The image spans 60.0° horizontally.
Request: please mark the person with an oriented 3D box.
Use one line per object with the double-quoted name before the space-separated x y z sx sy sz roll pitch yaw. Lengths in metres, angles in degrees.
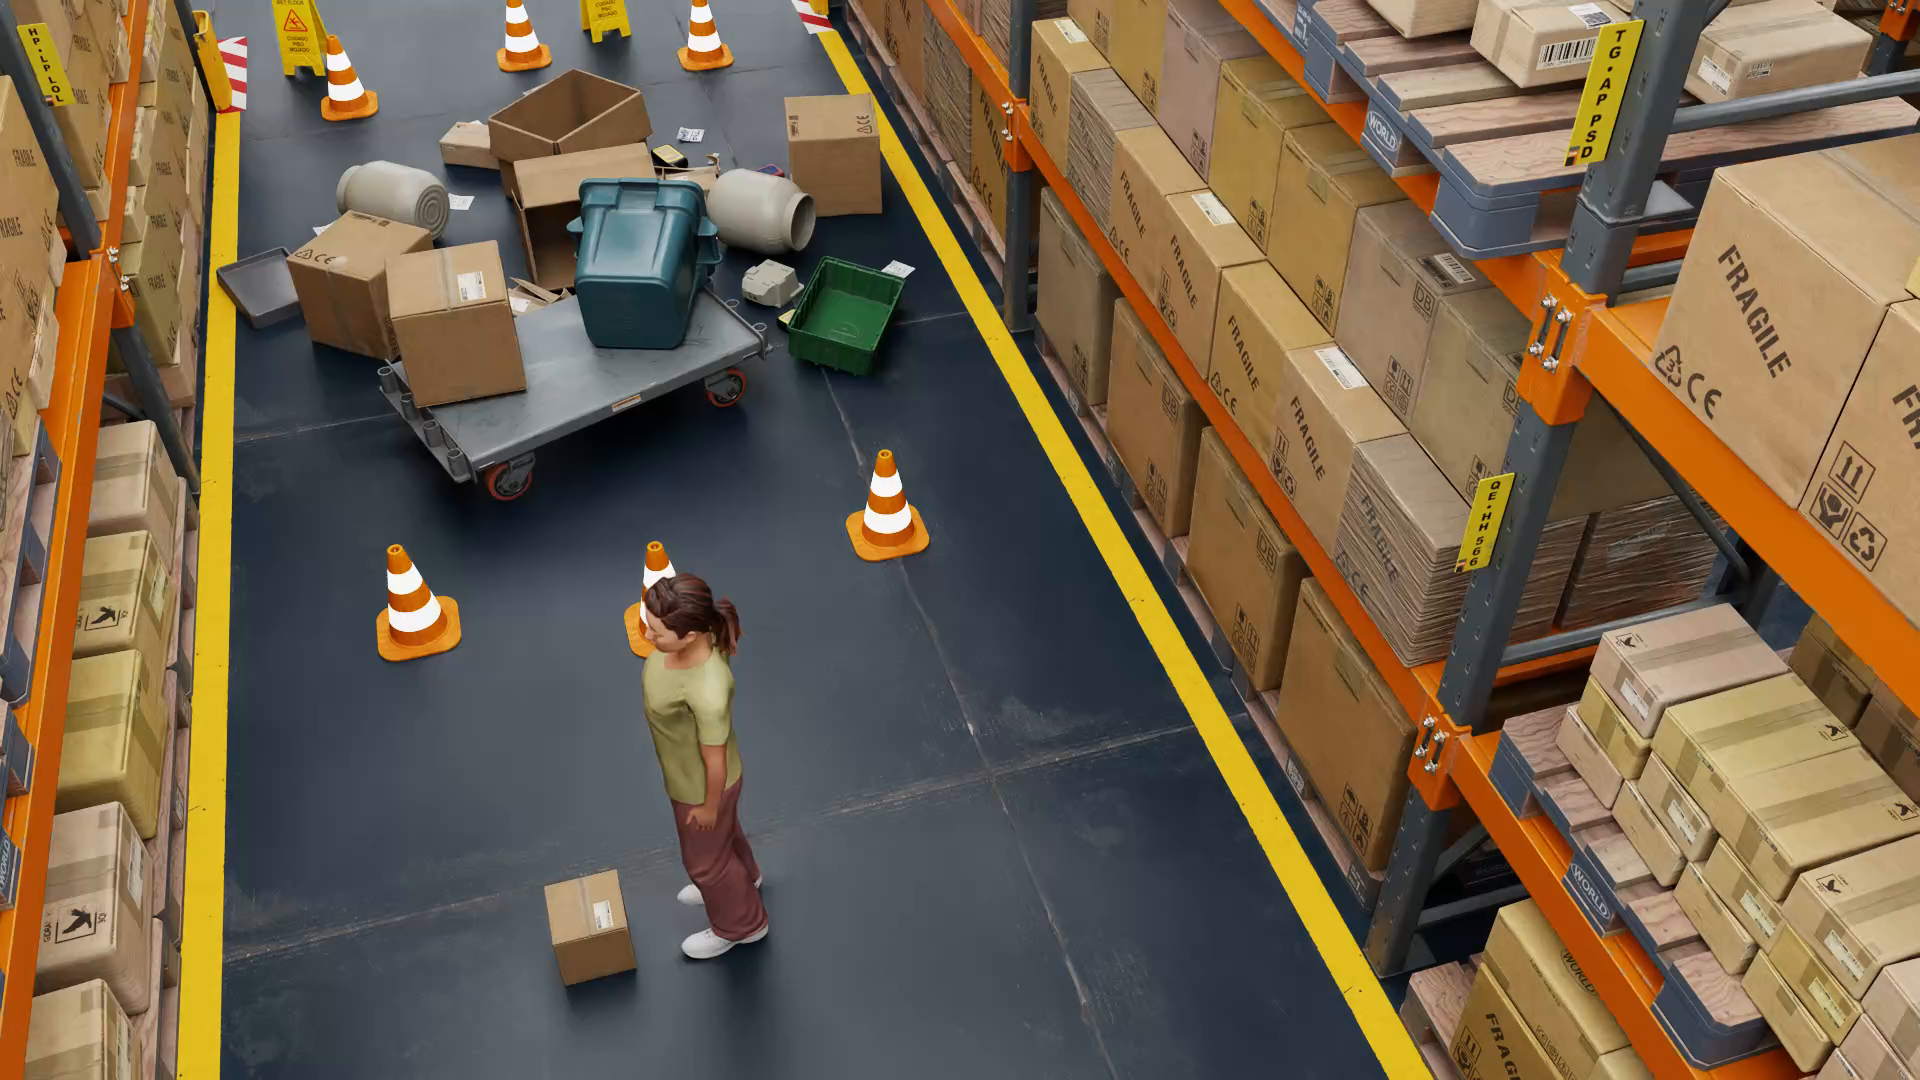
"person" -0.821 0.739 5.367 0.365 1.684 0.442 -11 44 -12
